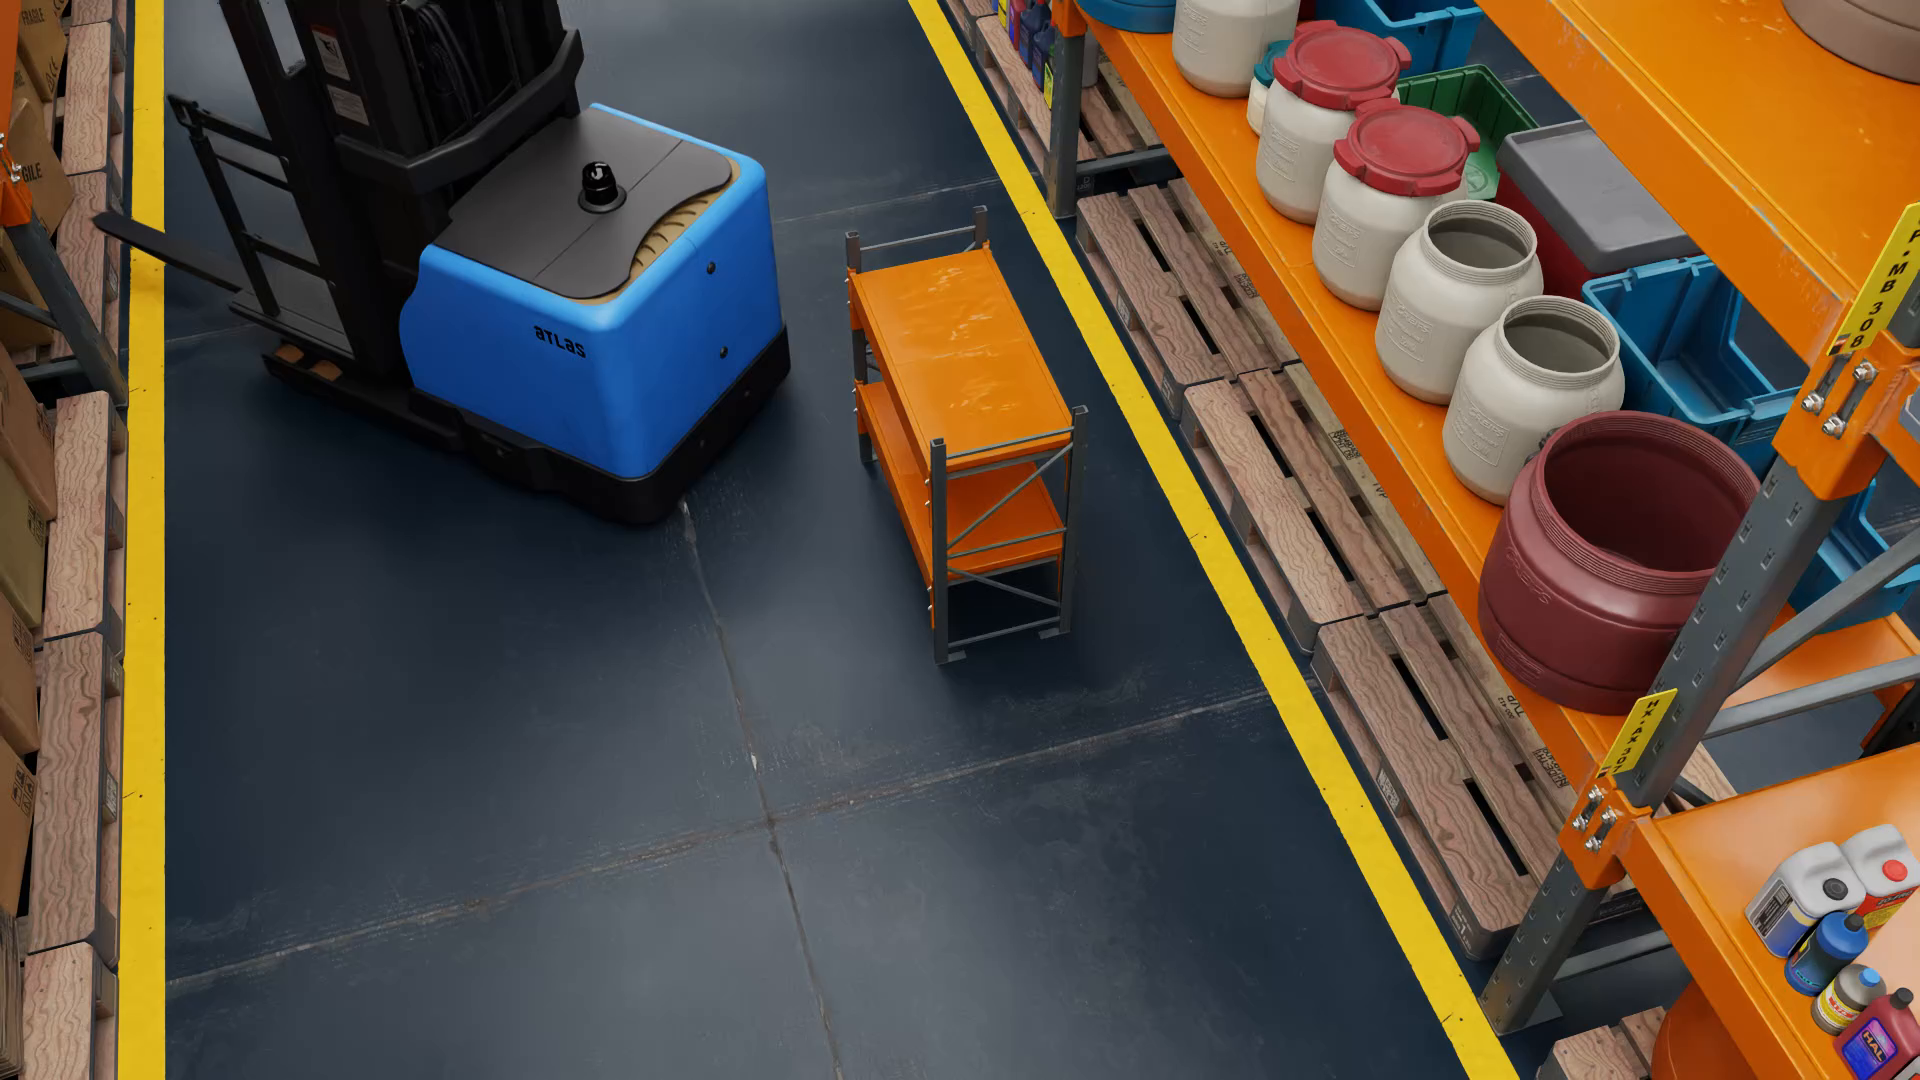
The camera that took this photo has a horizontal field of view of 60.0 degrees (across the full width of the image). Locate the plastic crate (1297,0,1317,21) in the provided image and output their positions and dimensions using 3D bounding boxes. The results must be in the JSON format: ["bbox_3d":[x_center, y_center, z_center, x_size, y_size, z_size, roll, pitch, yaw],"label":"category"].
[{"bbox_3d":[1.322,-2.288,6.175,0.402,0.464,0.583,-13,51,-11],"label":"plastic crate"}]

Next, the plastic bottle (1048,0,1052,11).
[{"bbox_3d":[0.498,-2.413,7.816,0.152,0.276,0.135,-13,51,-11],"label":"plastic bottle"}]

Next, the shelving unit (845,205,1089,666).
[{"bbox_3d":[0.002,-0.358,5.816,0.538,1.125,1.048,-13,51,-11],"label":"shelving unit"}]

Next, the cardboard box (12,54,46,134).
[{"bbox_3d":[-4.361,-1.915,7.263,0.500,0.500,0.500,-17,52,-14],"label":"cardboard box"}]

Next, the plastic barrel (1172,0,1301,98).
[{"bbox_3d":[0.960,-1.848,5.757,0.433,0.535,0.433,0,50,0],"label":"plastic barrel"}]

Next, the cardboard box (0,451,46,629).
[{"bbox_3d":[-3.561,0.037,5.604,0.700,0.500,0.500,-14,51,-11],"label":"cardboard box"}]

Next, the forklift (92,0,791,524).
[{"bbox_3d":[-2.229,-1.837,5.881,3.031,2.935,1.130,23,54,18],"label":"forklift"}]

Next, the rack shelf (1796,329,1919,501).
[{"bbox_3d":[2.661,1.095,1.874,1.077,0.370,4.000,-13,51,-11],"label":"rack shelf"}]

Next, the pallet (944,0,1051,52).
[{"bbox_3d":[0.363,-3.046,8.680,1.003,0.211,1.213,-13,51,-11],"label":"pallet"}]

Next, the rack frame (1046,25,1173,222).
[{"bbox_3d":[0.886,-2.552,6.440,1.000,3.000,0.127,-13,51,-11],"label":"rack frame"}]

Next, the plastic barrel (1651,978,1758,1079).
[{"bbox_3d":[2.230,1.287,4.348,0.600,0.830,0.708,-13,51,-11],"label":"plastic barrel"}]

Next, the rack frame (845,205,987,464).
[{"bbox_3d":[-0.148,-0.729,6.129,0.500,1.125,0.032,-13,51,-11],"label":"rack frame"}]

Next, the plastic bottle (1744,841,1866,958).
[{"bbox_3d":[1.888,0.798,3.696,0.152,0.276,0.135,-13,51,-11],"label":"plastic bottle"}]

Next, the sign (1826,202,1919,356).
[{"bbox_3d":[1.546,-0.434,2.761,0.100,0.325,0.005,-13,51,-11],"label":"sign"}]

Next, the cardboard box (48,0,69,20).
[{"bbox_3d":[-4.650,-2.795,8.004,0.500,0.500,0.500,-2,50,-1],"label":"cardboard box"}]

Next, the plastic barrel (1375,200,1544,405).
[{"bbox_3d":[1.436,-0.677,4.786,0.421,0.512,0.421,0,50,0],"label":"plastic barrel"}]

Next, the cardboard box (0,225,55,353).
[{"bbox_3d":[-3.925,-1.063,6.545,0.500,0.500,0.500,-15,51,-12],"label":"cardboard box"}]

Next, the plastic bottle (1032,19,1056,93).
[{"bbox_3d":[0.420,-2.245,7.626,0.144,0.351,0.185,-15,51,-12],"label":"plastic bottle"}]

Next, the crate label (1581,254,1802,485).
[{"bbox_3d":[2.034,-0.429,4.627,0.502,0.435,0.616,-13,51,-11],"label":"crate label"}]

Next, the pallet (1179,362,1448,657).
[{"bbox_3d":[1.520,-0.196,6.277,1.003,0.211,1.213,-13,51,-11],"label":"pallet"}]

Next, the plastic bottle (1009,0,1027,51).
[{"bbox_3d":[0.276,-2.473,7.862,0.061,0.283,0.133,-10,51,-9],"label":"plastic bottle"}]

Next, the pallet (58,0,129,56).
[{"bbox_3d":[-4.799,-2.798,8.471,1.003,0.211,1.213,-13,51,-11],"label":"pallet"}]

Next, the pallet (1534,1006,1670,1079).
[{"bbox_3d":[2.342,1.834,4.565,1.003,0.211,1.213,-13,51,-11],"label":"pallet"}]

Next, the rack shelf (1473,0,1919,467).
[{"bbox_3d":[1.478,-1.826,4.336,1.077,0.370,4.000,-13,51,-11],"label":"rack shelf"}]

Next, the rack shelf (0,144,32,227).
[{"bbox_3d":[-3.254,0.260,4.539,1.077,0.370,4.000,-13,51,-11],"label":"rack shelf"}]

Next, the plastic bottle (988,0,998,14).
[{"bbox_3d":[0.224,-2.717,8.072,0.152,0.276,0.135,-12,51,-10],"label":"plastic bottle"}]

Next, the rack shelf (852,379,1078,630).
[{"bbox_3d":[0.002,-0.200,6.003,0.538,0.278,1.000,-13,51,-11],"label":"rack shelf"}]

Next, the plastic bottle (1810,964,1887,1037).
[{"bbox_3d":[1.925,0.984,3.588,0.097,0.201,0.097,0,50,0],"label":"plastic bottle"}]

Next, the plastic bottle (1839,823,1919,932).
[{"bbox_3d":[2.034,0.764,3.725,0.152,0.276,0.135,-13,51,-11],"label":"plastic bottle"}]

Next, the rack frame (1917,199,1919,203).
[{"bbox_3d":[2.069,-1.564,1.683,1.000,3.000,0.127,-13,51,-11],"label":"rack frame"}]

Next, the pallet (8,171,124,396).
[{"bbox_3d":[-4.078,-1.016,6.969,1.003,0.211,1.213,-13,51,-11],"label":"pallet"}]

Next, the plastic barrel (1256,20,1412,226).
[{"bbox_3d":[1.177,-1.312,5.305,0.433,0.535,0.433,0,50,0],"label":"plastic barrel"}]

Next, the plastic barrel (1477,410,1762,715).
[{"bbox_3d":[1.642,0.055,4.153,0.600,0.536,0.708,-13,51,-11],"label":"plastic barrel"}]

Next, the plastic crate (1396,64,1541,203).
[{"bbox_3d":[1.671,-1.276,5.502,0.450,0.188,0.662,-13,51,-11],"label":"plastic crate"}]

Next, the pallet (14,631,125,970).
[{"bbox_3d":[-3.249,0.927,5.330,1.003,0.211,1.213,-13,51,-11],"label":"pallet"}]

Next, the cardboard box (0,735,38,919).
[{"bbox_3d":[-3.230,0.853,4.916,0.700,0.500,0.500,-9,51,-8],"label":"cardboard box"}]

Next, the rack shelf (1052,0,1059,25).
[{"bbox_3d":[0.295,-3.781,7.946,1.077,0.370,4.000,-13,51,-11],"label":"rack shelf"}]
